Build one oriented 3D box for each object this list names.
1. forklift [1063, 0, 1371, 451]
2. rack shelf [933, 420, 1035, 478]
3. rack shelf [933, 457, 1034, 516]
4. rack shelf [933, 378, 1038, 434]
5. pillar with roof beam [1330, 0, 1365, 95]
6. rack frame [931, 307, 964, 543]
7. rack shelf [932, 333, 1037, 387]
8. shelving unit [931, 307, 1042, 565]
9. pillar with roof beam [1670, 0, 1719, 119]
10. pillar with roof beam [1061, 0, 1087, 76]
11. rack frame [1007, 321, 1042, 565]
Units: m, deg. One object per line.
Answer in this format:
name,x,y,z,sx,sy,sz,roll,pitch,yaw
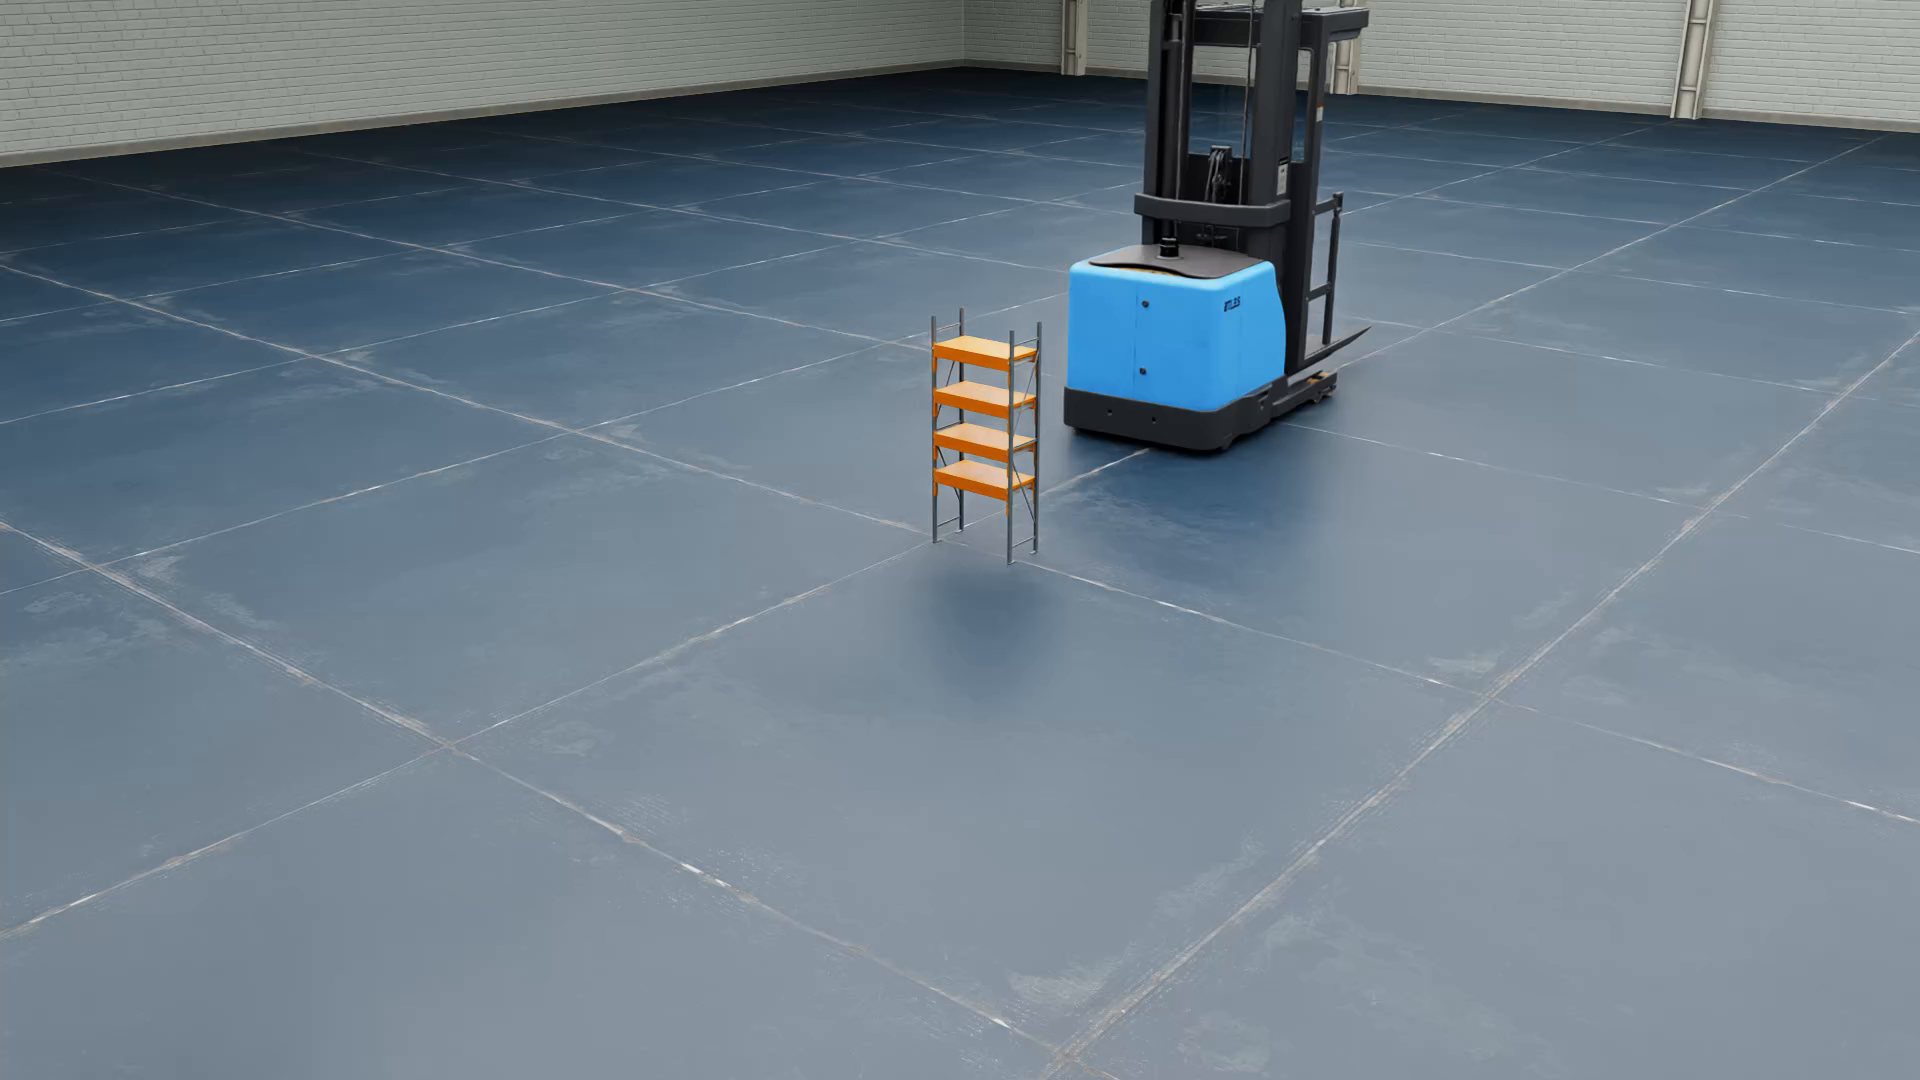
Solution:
forklift,1.893,-2.367,10.790,1.130,2.935,3.031,14,25,32
rack shelf,0.128,-0.462,8.382,0.480,0.148,0.258,16,26,36
rack shelf,0.128,-0.276,8.452,0.480,0.148,0.258,16,26,36
rack shelf,0.128,-0.671,8.303,0.480,0.148,0.258,16,26,36
pillar with roof beam,4.220,-11.118,25.398,0.400,9.000,9.100,16,26,36
rack frame,-0.061,-0.579,8.503,0.015,1.200,0.240,16,26,36
rack shelf,0.128,-0.892,8.220,0.480,0.148,0.258,16,26,36
shelving unit,0.128,-0.524,8.359,0.503,1.200,0.258,16,26,36
pillar with roof beam,8.868,-9.780,21.849,0.400,9.000,9.100,16,26,36
pillar with roof beam,-0.428,-12.457,28.948,0.400,9.000,9.100,16,26,36
rack frame,0.317,-0.470,8.214,0.015,1.200,0.240,16,26,36
